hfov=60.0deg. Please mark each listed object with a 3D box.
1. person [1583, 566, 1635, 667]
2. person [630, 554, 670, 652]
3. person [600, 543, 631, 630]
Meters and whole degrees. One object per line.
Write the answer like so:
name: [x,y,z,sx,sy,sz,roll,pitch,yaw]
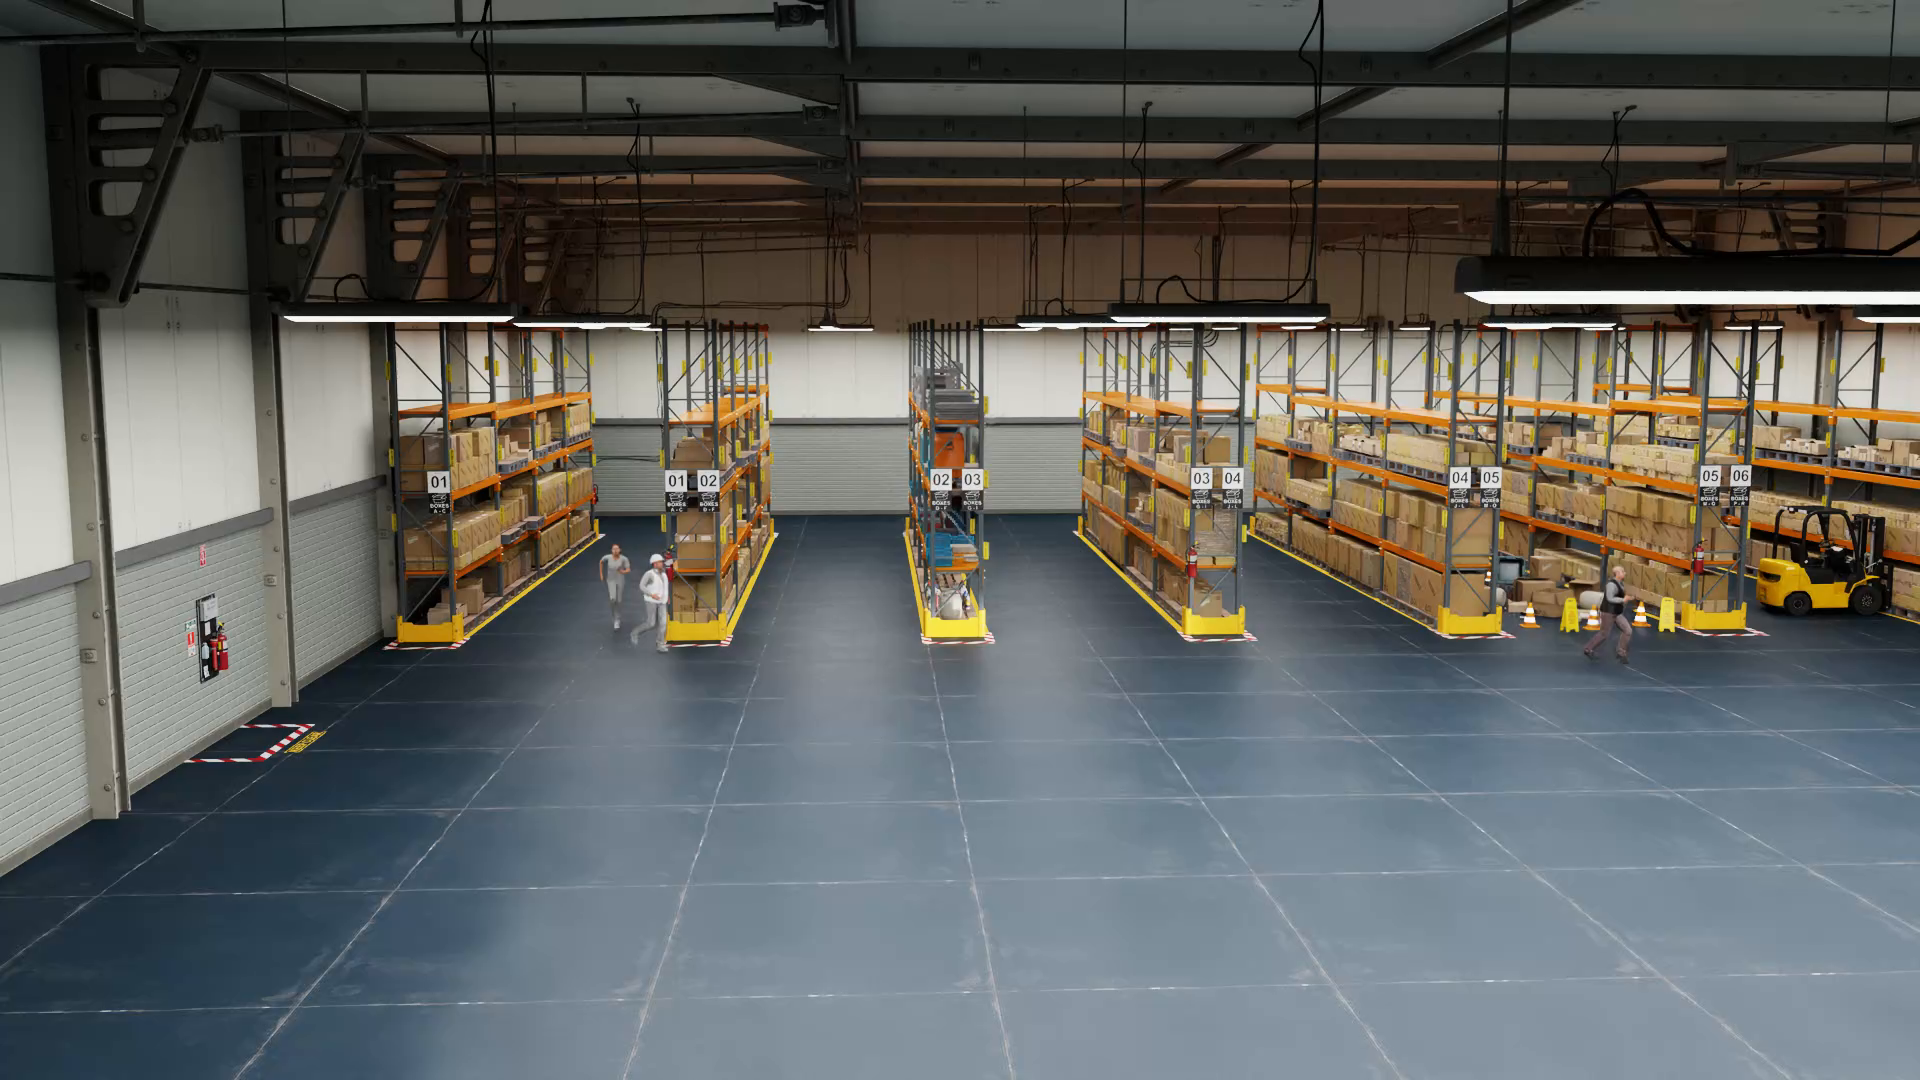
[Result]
person: [11.297,1.315,28.924,0.854,1.765,0.678,6,9,40]
person: [-5.515,1.126,30.285,0.894,1.729,0.714,5,9,36]
person: [-6.752,0.882,32.605,0.586,1.694,0.833,-2,7,-13]
